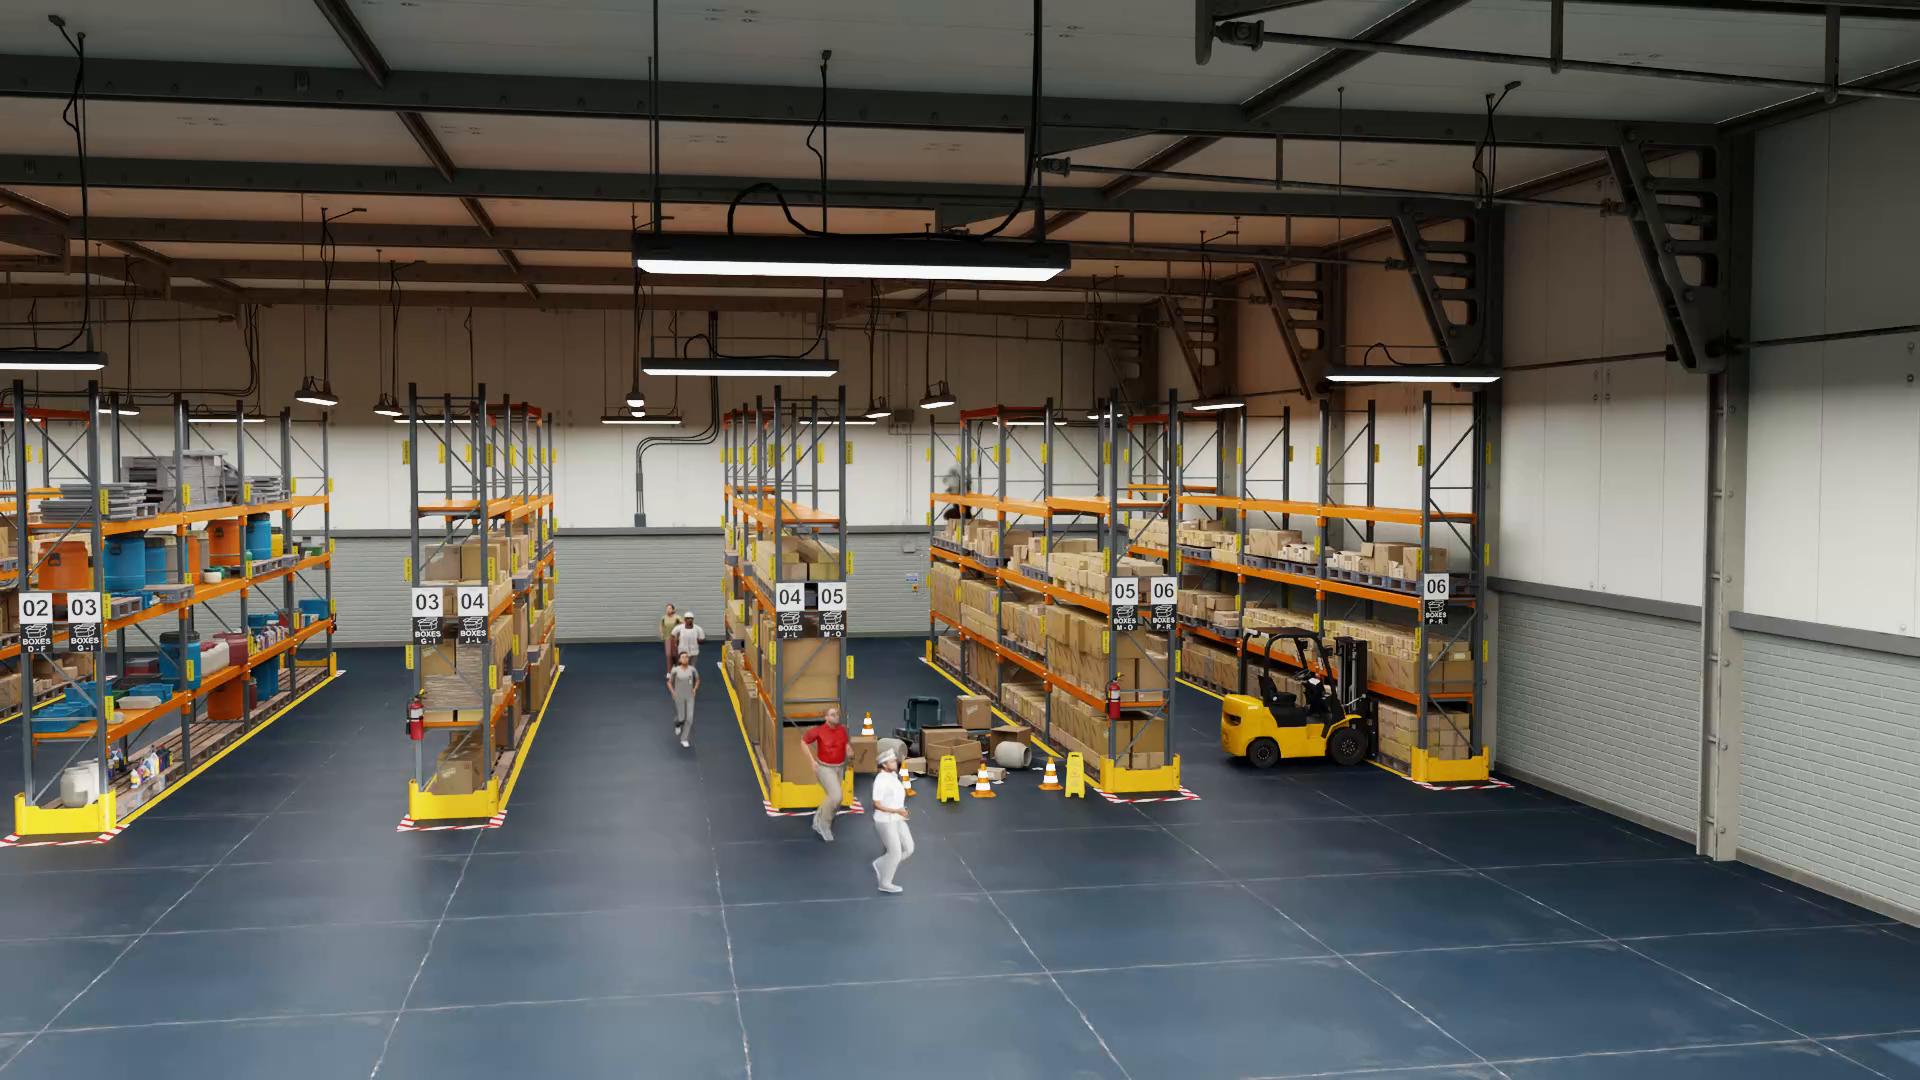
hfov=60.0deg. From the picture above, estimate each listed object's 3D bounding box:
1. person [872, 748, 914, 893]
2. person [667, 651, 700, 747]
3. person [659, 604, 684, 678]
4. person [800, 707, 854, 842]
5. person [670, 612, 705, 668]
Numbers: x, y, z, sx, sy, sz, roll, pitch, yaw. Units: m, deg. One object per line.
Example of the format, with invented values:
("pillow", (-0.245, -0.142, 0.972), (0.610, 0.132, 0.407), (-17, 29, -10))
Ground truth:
("person", (-0.760, 3.205, 19.043), (0.534, 1.653, 0.571), (1, 3, 23))
("person", (-4.785, 2.737, 28.837), (0.565, 1.631, 0.605), (-1, 3, -20))
("person", (-6.535, 2.267, 37.776), (0.596, 1.660, 0.746), (0, 3, 0))
("person", (-1.680, 3.052, 21.730), (0.717, 1.762, 0.640), (2, 4, 40))
("person", (-5.591, 2.388, 34.289), (0.674, 1.832, 0.787), (-1, 3, -19))
